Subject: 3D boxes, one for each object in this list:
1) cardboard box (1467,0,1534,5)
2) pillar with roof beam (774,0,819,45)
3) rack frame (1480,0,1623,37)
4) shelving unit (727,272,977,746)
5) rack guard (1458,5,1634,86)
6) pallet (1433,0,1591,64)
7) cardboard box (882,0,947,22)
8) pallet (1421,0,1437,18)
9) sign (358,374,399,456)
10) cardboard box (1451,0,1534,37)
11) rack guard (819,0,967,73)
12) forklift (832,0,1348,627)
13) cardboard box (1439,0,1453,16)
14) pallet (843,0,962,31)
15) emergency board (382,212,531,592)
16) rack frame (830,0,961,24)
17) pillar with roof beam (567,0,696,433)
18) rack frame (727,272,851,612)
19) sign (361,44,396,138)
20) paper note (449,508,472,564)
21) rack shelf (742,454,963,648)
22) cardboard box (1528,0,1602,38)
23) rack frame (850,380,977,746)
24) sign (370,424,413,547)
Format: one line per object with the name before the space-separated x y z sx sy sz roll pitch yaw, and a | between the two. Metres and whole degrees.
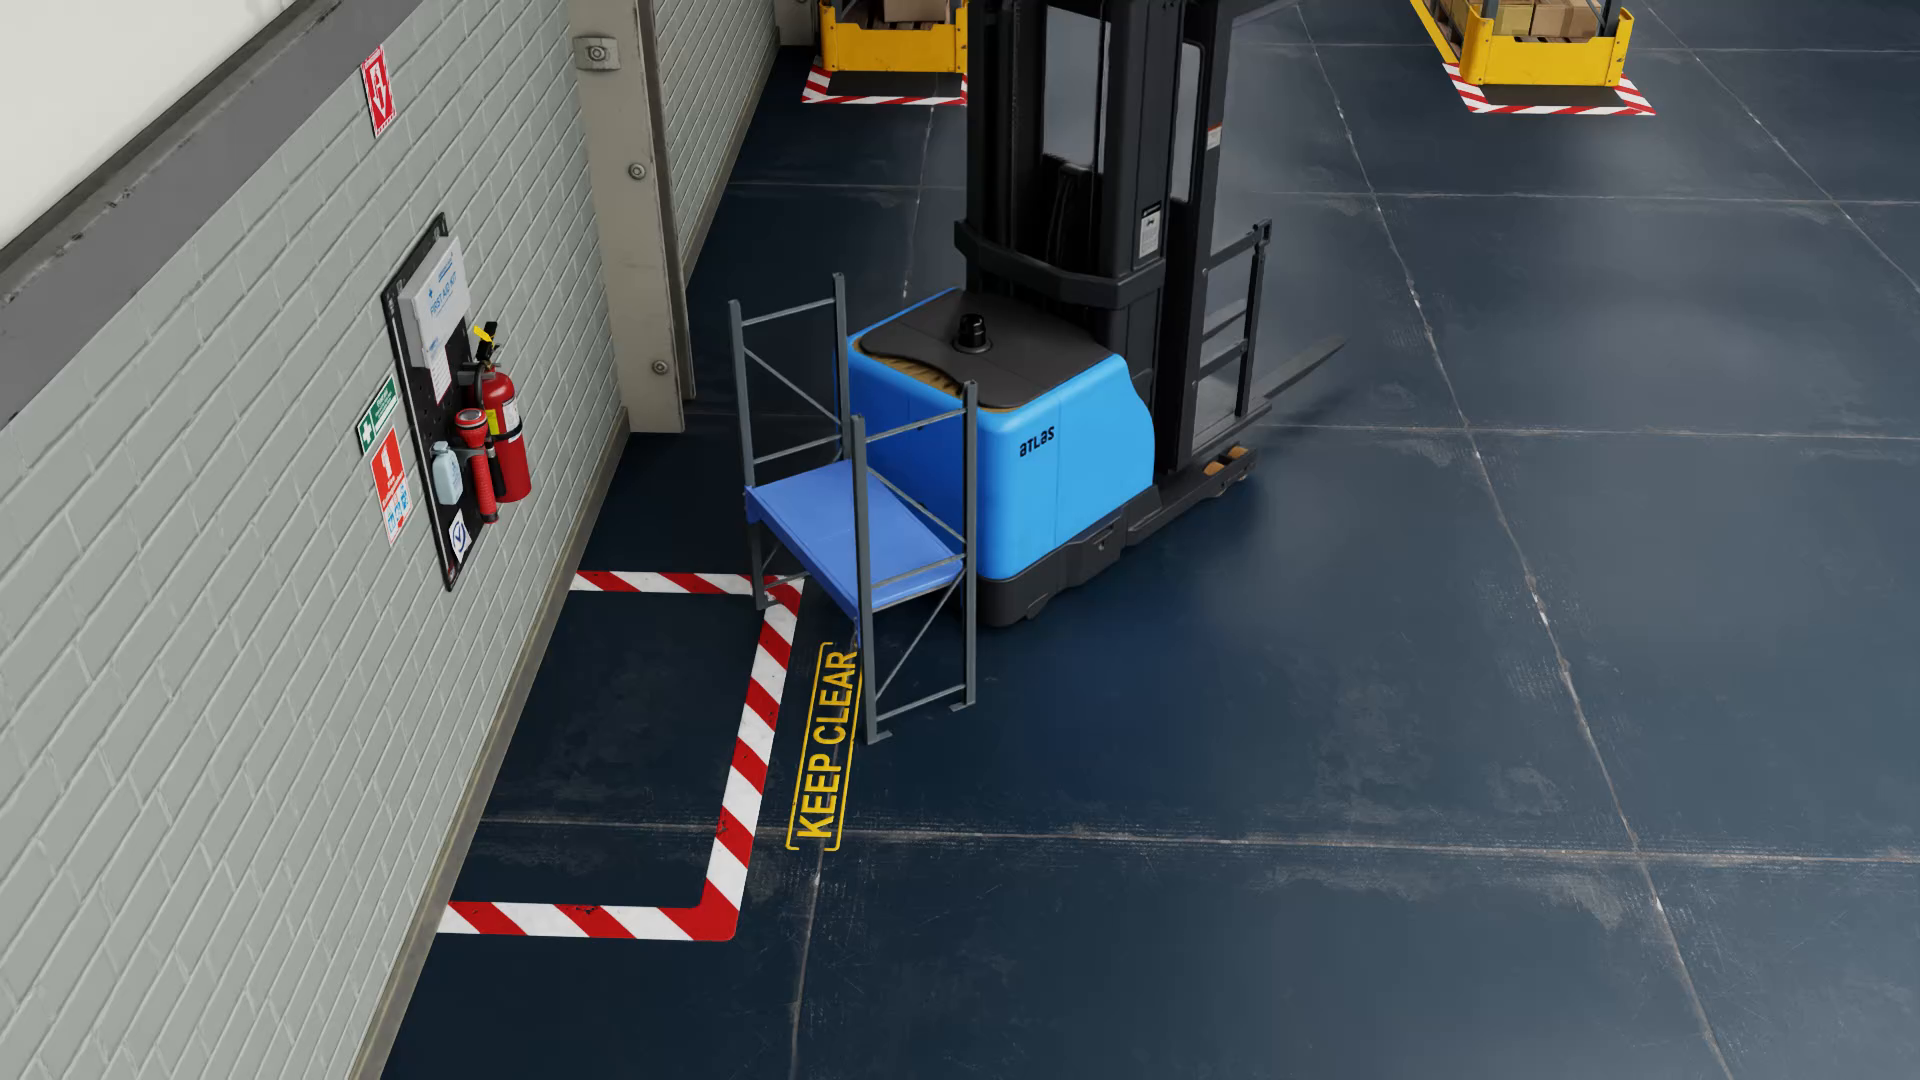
cardboard box | 4.183 -4.477 12.885 0.500 0.500 0.500 1 35 2
pillar with roof beam | 2.975 -7.697 10.876 9.100 9.000 0.400 1 35 2
rack frame | 4.459 -4.808 11.982 1.000 3.000 0.127 1 35 2
shelving unit | -0.422 -0.130 6.630 0.538 1.500 1.048 -19 39 -25
rack guard | 4.458 -3.771 12.682 1.175 0.500 0.348 1 35 2
pallet | 4.448 -4.107 13.411 1.003 0.211 1.213 1 35 2
cardboard box | -0.373 -4.396 13.351 0.500 0.311 0.500 -2 35 -3
pallet | 4.500 -4.807 14.405 1.003 0.211 1.213 1 35 2
sign | -1.821 -0.395 5.211 0.001 0.109 0.331 1 35 2
cardboard box | 4.186 -4.170 13.100 0.500 0.250 0.500 1 35 2
rack guard | -0.488 -3.941 12.923 1.175 0.500 0.348 1 35 2
forklift | 0.807 -1.588 7.461 1.130 2.935 3.031 28 44 34
cardboard box | 4.194 -4.457 13.510 0.500 0.250 0.500 1 35 2
pallet | -0.420 -4.289 13.669 1.003 0.211 1.213 1 35 2
emergency board | -1.705 -0.476 5.819 0.194 1.169 0.643 1 35 2
rack frame | -0.491 -4.920 12.142 1.000 3.000 0.127 1 35 2
pillar with roof beam | 2.734 -4.250 5.971 9.100 9.000 0.400 1 35 2
rack frame | -0.685 -0.380 6.987 0.500 1.500 0.032 -19 39 -25
sign | -1.805 -1.422 5.149 0.001 0.298 0.199 1 35 2
paper note | -1.781 -0.016 5.930 0.016 0.148 0.142 1 35 2
rack shelf | -0.422 0.017 6.734 0.538 0.185 1.000 -19 39 -25
cardboard box | 4.703 -4.158 13.083 0.500 0.250 0.500 1 35 2
rack frame | -0.160 0.120 6.274 0.500 1.500 0.032 -19 39 -25
sign | -1.830 -0.176 5.360 0.001 0.329 0.234 1 35 2
